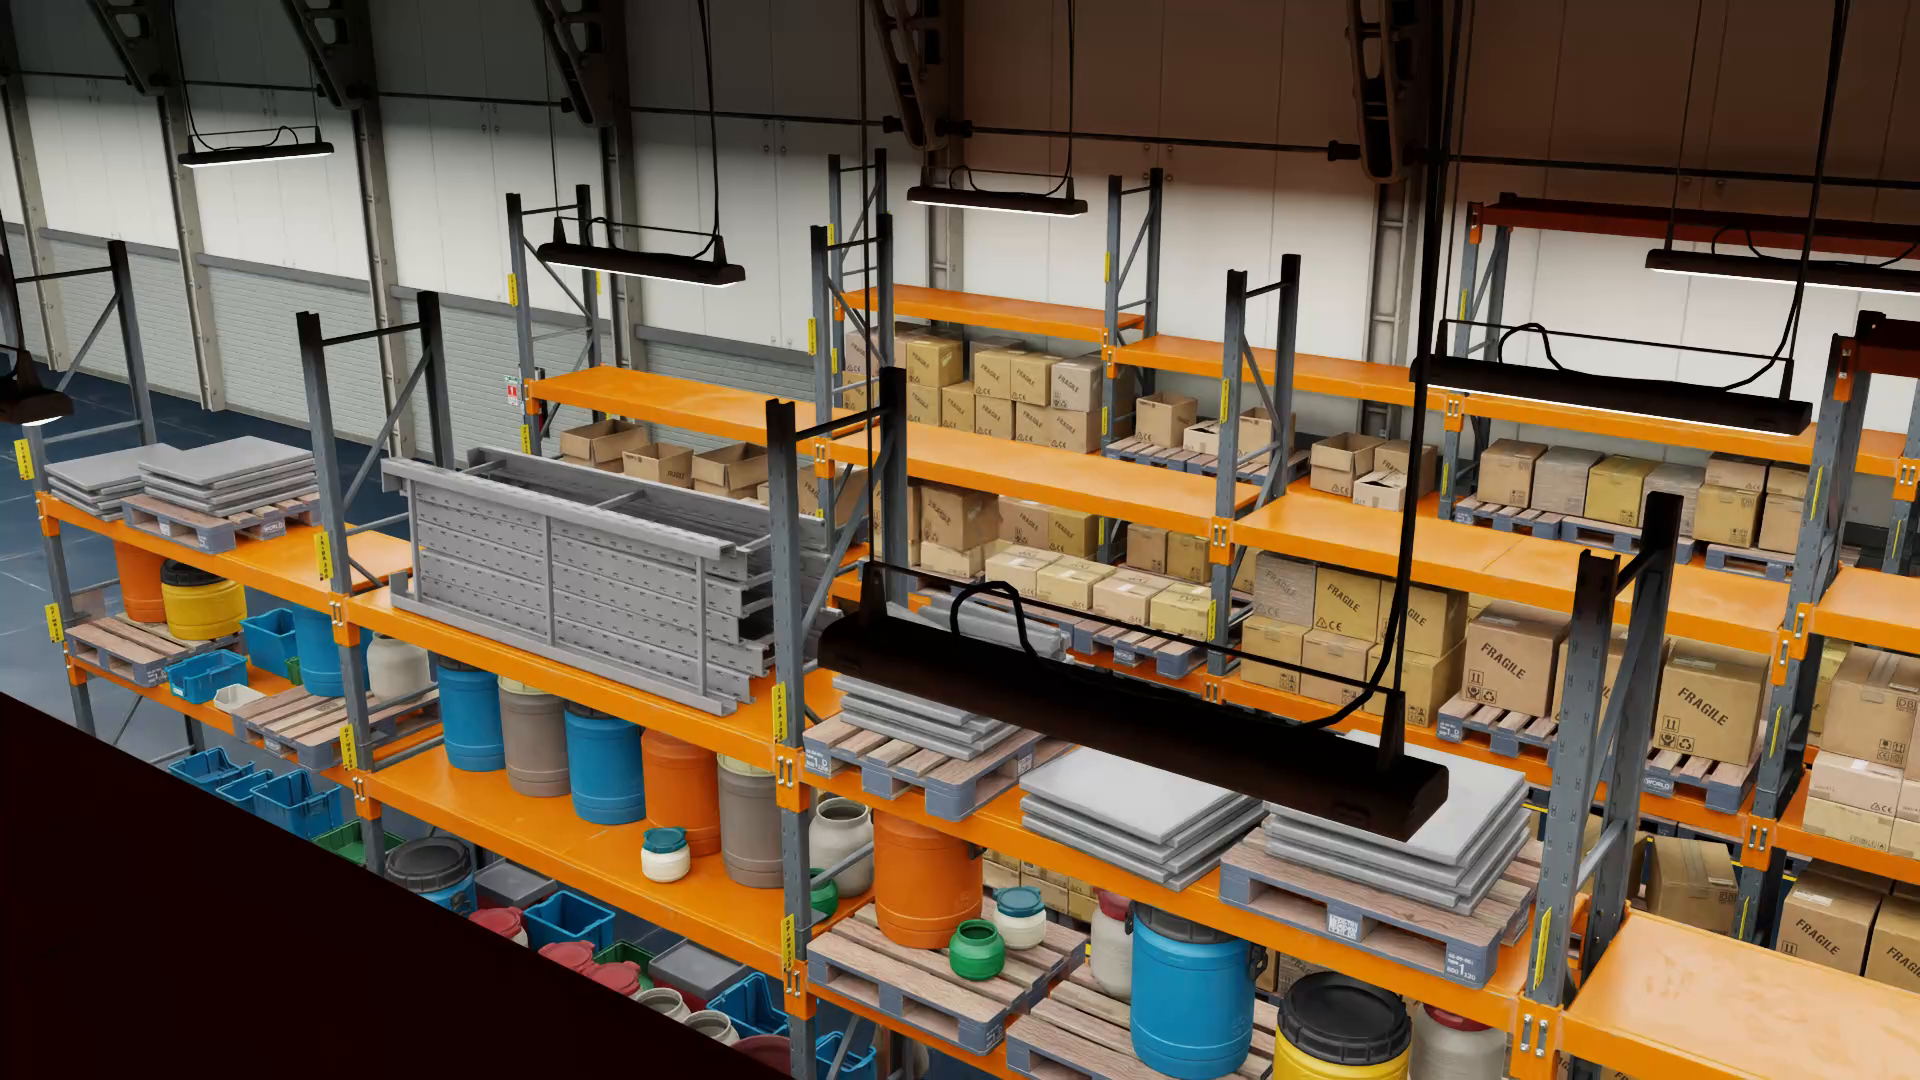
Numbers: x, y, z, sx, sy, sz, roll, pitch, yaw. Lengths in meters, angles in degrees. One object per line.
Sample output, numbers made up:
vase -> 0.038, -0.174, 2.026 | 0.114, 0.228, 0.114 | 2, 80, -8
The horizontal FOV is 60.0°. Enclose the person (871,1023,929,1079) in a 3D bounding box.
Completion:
person -> -0.442, 3.566, 11.785 | 0.413, 1.755, 0.580 | 1, 19, 3

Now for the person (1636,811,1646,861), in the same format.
person -> 5.402, 2.906, 13.860 | 0.541, 1.645, 0.493 | -10, 21, -28
